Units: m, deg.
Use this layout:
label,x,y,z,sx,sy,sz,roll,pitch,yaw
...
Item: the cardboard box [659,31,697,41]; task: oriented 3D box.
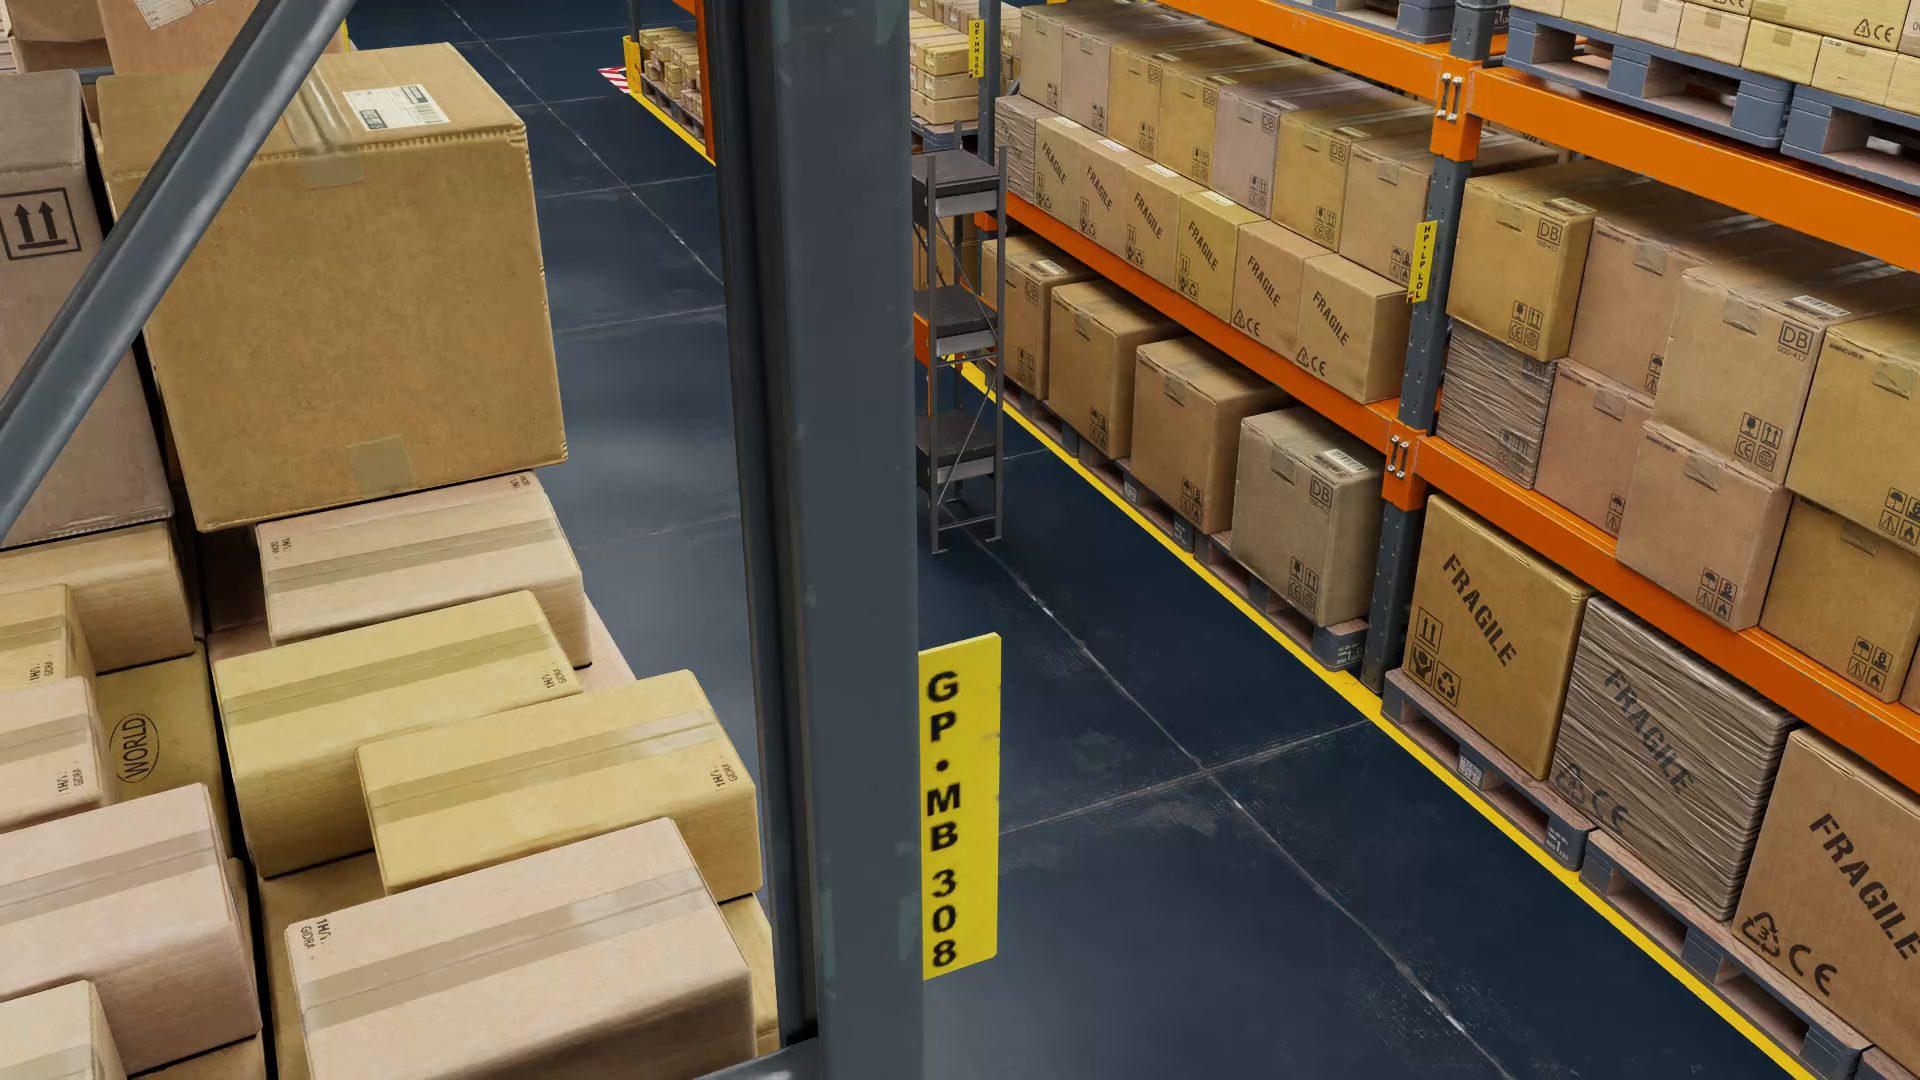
label,x,y,z,sx,sy,sz,roll,pitch,yaw
cardboard box,-2.706,-4.838,16.188,0.380,0.149,0.250,-12,32,-21

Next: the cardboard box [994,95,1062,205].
label,x,y,z,sx,sy,sz,roll,pitch,yaw
cardboard box,0.533,-2.293,9.670,0.500,0.500,0.500,-13,32,-21

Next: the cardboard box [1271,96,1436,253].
label,x,y,z,sx,sy,sz,roll,pitch,yaw
cardboard box,1.860,-1.662,7.522,0.700,0.500,0.500,-14,32,-23

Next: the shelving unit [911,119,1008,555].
label,x,y,z,sx,sy,sz,roll,pitch,yaw
shelving unit,-0.071,-0.989,8.367,0.431,2.100,0.503,-13,32,-22

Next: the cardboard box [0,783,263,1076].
label,x,y,z,sx,sy,sz,roll,pitch,yaw
cardboard box,-0.912,0.413,1.625,0.380,0.149,0.250,-14,32,-24

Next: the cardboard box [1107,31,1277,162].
label,x,y,z,sx,sy,sz,roll,pitch,yaw
cardboard box,1.208,-2.334,8.721,0.700,0.500,0.500,-14,32,-23

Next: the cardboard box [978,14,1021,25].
label,x,y,z,sx,sy,sz,roll,pitch,yaw
cardboard box,0.341,-3.309,10.804,0.380,0.149,0.250,-13,32,-22

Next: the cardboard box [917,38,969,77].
label,x,y,z,sx,sy,sz,roll,pitch,yaw
cardboard box,-0.041,-2.957,10.176,0.380,0.149,0.250,-14,32,-24

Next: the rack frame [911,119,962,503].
label,x,y,z,sx,sy,sz,roll,pitch,yaw
rack frame,-0.176,-1.097,8.559,0.400,2.100,0.015,-13,32,-22

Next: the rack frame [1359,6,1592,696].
label,x,y,z,sx,sy,sz,roll,pitch,yaw
rack frame,2.301,-0.737,6.998,1.000,3.000,0.127,-13,32,-22

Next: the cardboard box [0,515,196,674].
label,x,y,z,sx,sy,sz,roll,pitch,yaw
cardboard box,-1.251,0.074,2.230,0.380,0.149,0.250,-13,32,-21

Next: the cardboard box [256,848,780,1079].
label,x,y,z,sx,sy,sz,roll,pitch,yaw
cardboard box,-0.478,0.517,1.848,0.500,0.250,0.500,-12,31,-21

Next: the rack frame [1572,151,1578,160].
label,x,y,z,sx,sy,sz,roll,pitch,yaw
rack frame,5.011,-3.588,12.082,1.000,3.000,0.127,-13,32,-22

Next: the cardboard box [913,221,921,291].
label,x,y,z,sx,sy,sz,roll,pitch,yaw
cardboard box,-0.154,-2.063,11.488,0.500,0.500,0.500,-12,31,-20

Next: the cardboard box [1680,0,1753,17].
label,x,y,z,sx,sy,sz,roll,pitch,yaw
cardboard box,2.476,-1.839,5.214,0.500,0.250,0.500,-13,32,-22

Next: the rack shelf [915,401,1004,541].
label,x,y,z,sx,sy,sz,roll,pitch,yaw
rack shelf,-0.071,-0.367,8.716,0.431,0.518,0.480,-13,32,-22

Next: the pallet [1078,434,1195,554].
label,x,y,z,sx,sy,sz,roll,pitch,yaw
pallet,1.374,-0.386,9.222,1.003,0.211,1.213,-13,32,-22

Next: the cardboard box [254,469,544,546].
label,x,y,z,sx,sy,sz,roll,pitch,yaw
cardboard box,-0.811,-0.024,2.406,0.380,0.149,0.250,-13,32,-22

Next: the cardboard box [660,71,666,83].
label,x,y,z,sx,sy,sz,roll,pitch,yaw
cardboard box,-2.728,-4.581,16.337,0.380,0.149,0.250,-13,32,-22

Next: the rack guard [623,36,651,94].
label,x,y,z,sx,sy,sz,roll,pitch,yaw
rack guard,-2.818,-4.914,17.002,1.175,0.500,0.348,-13,32,-22

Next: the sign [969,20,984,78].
label,x,y,z,sx,sy,sz,roll,pitch,yaw
sign,0.098,-2.856,9.674,0.100,0.325,0.005,-13,32,-22

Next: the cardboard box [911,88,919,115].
label,x,y,z,sx,sy,sz,roll,pitch,yaw
cardboard box,-0.148,-2.809,10.520,0.380,0.149,0.250,-13,32,-22

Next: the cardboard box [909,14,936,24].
label,x,y,z,sx,sy,sz,roll,pitch,yaw
cardboard box,-0.377,-3.302,10.790,0.380,0.149,0.250,-12,31,-21

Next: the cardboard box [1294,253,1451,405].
label,x,y,z,sx,sy,sz,roll,pitch,yaw
cardboard box,1.835,-0.955,7.284,0.500,0.500,0.500,-13,32,-22

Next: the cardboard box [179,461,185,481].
label,x,y,z,sx,sy,sz,roll,pitch,yaw
cardboard box,-1.142,-0.158,3.052,0.500,0.250,0.500,-12,31,-21

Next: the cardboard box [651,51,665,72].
label,x,y,z,sx,sy,sz,roll,pitch,yaw
cardboard box,-2.791,-4.689,16.227,0.380,0.149,0.250,-13,32,-22

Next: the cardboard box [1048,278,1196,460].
label,x,y,z,sx,sy,sz,roll,pitch,yaw
cardboard box,1.142,-1.033,9.395,1.050,0.750,0.750,-13,32,-21

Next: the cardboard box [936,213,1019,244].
label,x,y,z,sx,sy,sz,roll,pitch,yaw
cardboard box,0.053,-2.171,10.915,0.500,0.250,0.500,-14,32,-23

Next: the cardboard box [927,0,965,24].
label,x,y,z,sx,sy,sz,roll,pitch,yaw
cardboard box,-0.005,-3.662,11.433,0.380,0.149,0.250,-12,31,-20

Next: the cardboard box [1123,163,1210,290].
label,x,y,z,sx,sy,sz,roll,pitch,yaw
cardboard box,1.181,-1.625,8.479,0.500,0.500,0.500,-13,32,-22

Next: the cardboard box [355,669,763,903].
label,x,y,z,sx,sy,sz,roll,pitch,yaw
cardboard box,-0.438,0.305,1.819,0.380,0.149,0.250,-12,32,-21

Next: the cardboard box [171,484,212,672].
label,x,y,z,sx,sy,sz,roll,pitch,yaw
cardboard box,-1.371,0.176,2.456,0.500,0.250,0.500,-12,32,-21

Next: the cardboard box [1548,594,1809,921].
label,x,y,z,sx,sy,sz,roll,pitch,yaw
cardboard box,2.898,0.696,6.184,0.875,0.875,0.875,-13,32,-22

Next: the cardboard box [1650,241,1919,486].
label,x,y,z,sx,sy,sz,roll,pitch,yaw
cardboard box,2.877,-0.617,5.527,0.875,0.550,0.550,-13,32,-22

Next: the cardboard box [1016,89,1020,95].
label,x,y,z,sx,sy,sz,roll,pitch,yaw
cardboard box,0.574,-2.818,10.536,0.380,0.149,0.250,-14,32,-23

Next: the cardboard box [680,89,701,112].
label,x,y,z,sx,sy,sz,roll,pitch,yaw
cardboard box,-2.381,-4.115,15.508,0.380,0.149,0.250,-15,32,-24

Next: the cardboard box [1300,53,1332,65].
label,x,y,z,sx,sy,sz,roll,pitch,yaw
cardboard box,3.632,-4.354,15.191,0.875,0.875,0.875,-12,31,-20

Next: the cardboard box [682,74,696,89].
label,x,y,z,sx,sy,sz,roll,pitch,yaw
cardboard box,-2.394,-4.366,15.651,0.380,0.149,0.250,-15,32,-24

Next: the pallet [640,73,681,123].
label,x,y,z,sx,sy,sz,roll,pitch,yaw
pallet,-2.501,-4.422,16.420,1.003,0.211,1.213,-13,32,-22

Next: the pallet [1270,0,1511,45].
label,x,y,z,sx,sy,sz,roll,pitch,yaw
pallet,1.863,-2.357,7.015,0.805,0.209,1.217,-14,32,-24

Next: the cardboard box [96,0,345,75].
label,x,y,z,sx,sy,sz,roll,pitch,yaw
cardboard box,-1.799,-1.295,4.008,0.500,0.500,0.500,-14,32,-23

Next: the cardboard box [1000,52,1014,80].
label,x,y,z,sx,sy,sz,roll,pitch,yaw
cardboard box,0.439,-3.083,10.704,0.380,0.149,0.250,-12,31,-20

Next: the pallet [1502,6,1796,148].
label,x,y,z,sx,sy,sz,roll,pitch,yaw
pallet,2.643,-1.643,5.637,1.003,0.211,1.213,-13,32,-22

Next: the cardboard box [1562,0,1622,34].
label,x,y,z,sx,sy,sz,roll,pitch,yaw
cardboard box,2.263,-1.817,5.581,0.380,0.149,0.250,-13,32,-22

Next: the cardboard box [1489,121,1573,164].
label,x,y,z,sx,sy,sz,roll,pitch,yaw
cardboard box,4.790,-3.167,13.074,0.875,0.875,0.875,-13,32,-22

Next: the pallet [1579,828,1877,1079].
label,x,y,z,sx,sy,sz,roll,pitch,yaw
pallet,3.084,1.371,6.089,1.003,0.211,1.213,-13,32,-22

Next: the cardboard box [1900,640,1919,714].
label,x,y,z,sx,sy,sz,roll,pitch,yaw
cardboard box,3.435,0.298,4.999,0.875,0.550,0.550,-13,32,-22

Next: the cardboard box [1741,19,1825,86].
label,x,y,z,sx,sy,sz,roll,pitch,yaw
cardboard box,2.589,-1.481,4.983,0.380,0.149,0.250,-14,32,-23

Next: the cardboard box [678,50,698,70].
label,x,y,z,sx,sy,sz,roll,pitch,yaw
cardboard box,-2.421,-4.483,15.555,0.380,0.149,0.250,-12,31,-20

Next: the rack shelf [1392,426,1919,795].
label,x,y,z,sx,sy,sz,roll,pitch,yaw
rack shelf,3.160,0.460,5.598,1.077,0.370,4.000,-13,32,-22

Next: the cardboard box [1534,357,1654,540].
label,x,y,z,sx,sy,sz,roll,pitch,yaw
cardboard box,2.727,-0.404,6.250,0.875,0.550,0.550,-13,32,-22

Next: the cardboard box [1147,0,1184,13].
label,x,y,z,sx,sy,sz,roll,pitch,yaw
cardboard box,2.351,-5.515,17.708,0.875,0.438,0.875,-12,32,-21

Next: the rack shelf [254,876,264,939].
label,x,y,z,sx,sy,sz,roll,pitch,yaw
rack shelf,-1.363,0.149,3.087,1.077,0.370,4.000,-13,32,-22

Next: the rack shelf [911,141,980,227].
label,x,y,z,sx,sy,sz,roll,pitch,yaw
rack shelf,-0.275,-3.074,11.900,1.077,0.370,4.000,-13,32,-22

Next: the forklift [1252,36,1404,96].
label,x,y,z,sx,sy,sz,roll,pitch,yaw
forklift,2.660,-2.908,10.940,1.130,2.935,3.031,-15,33,-25
